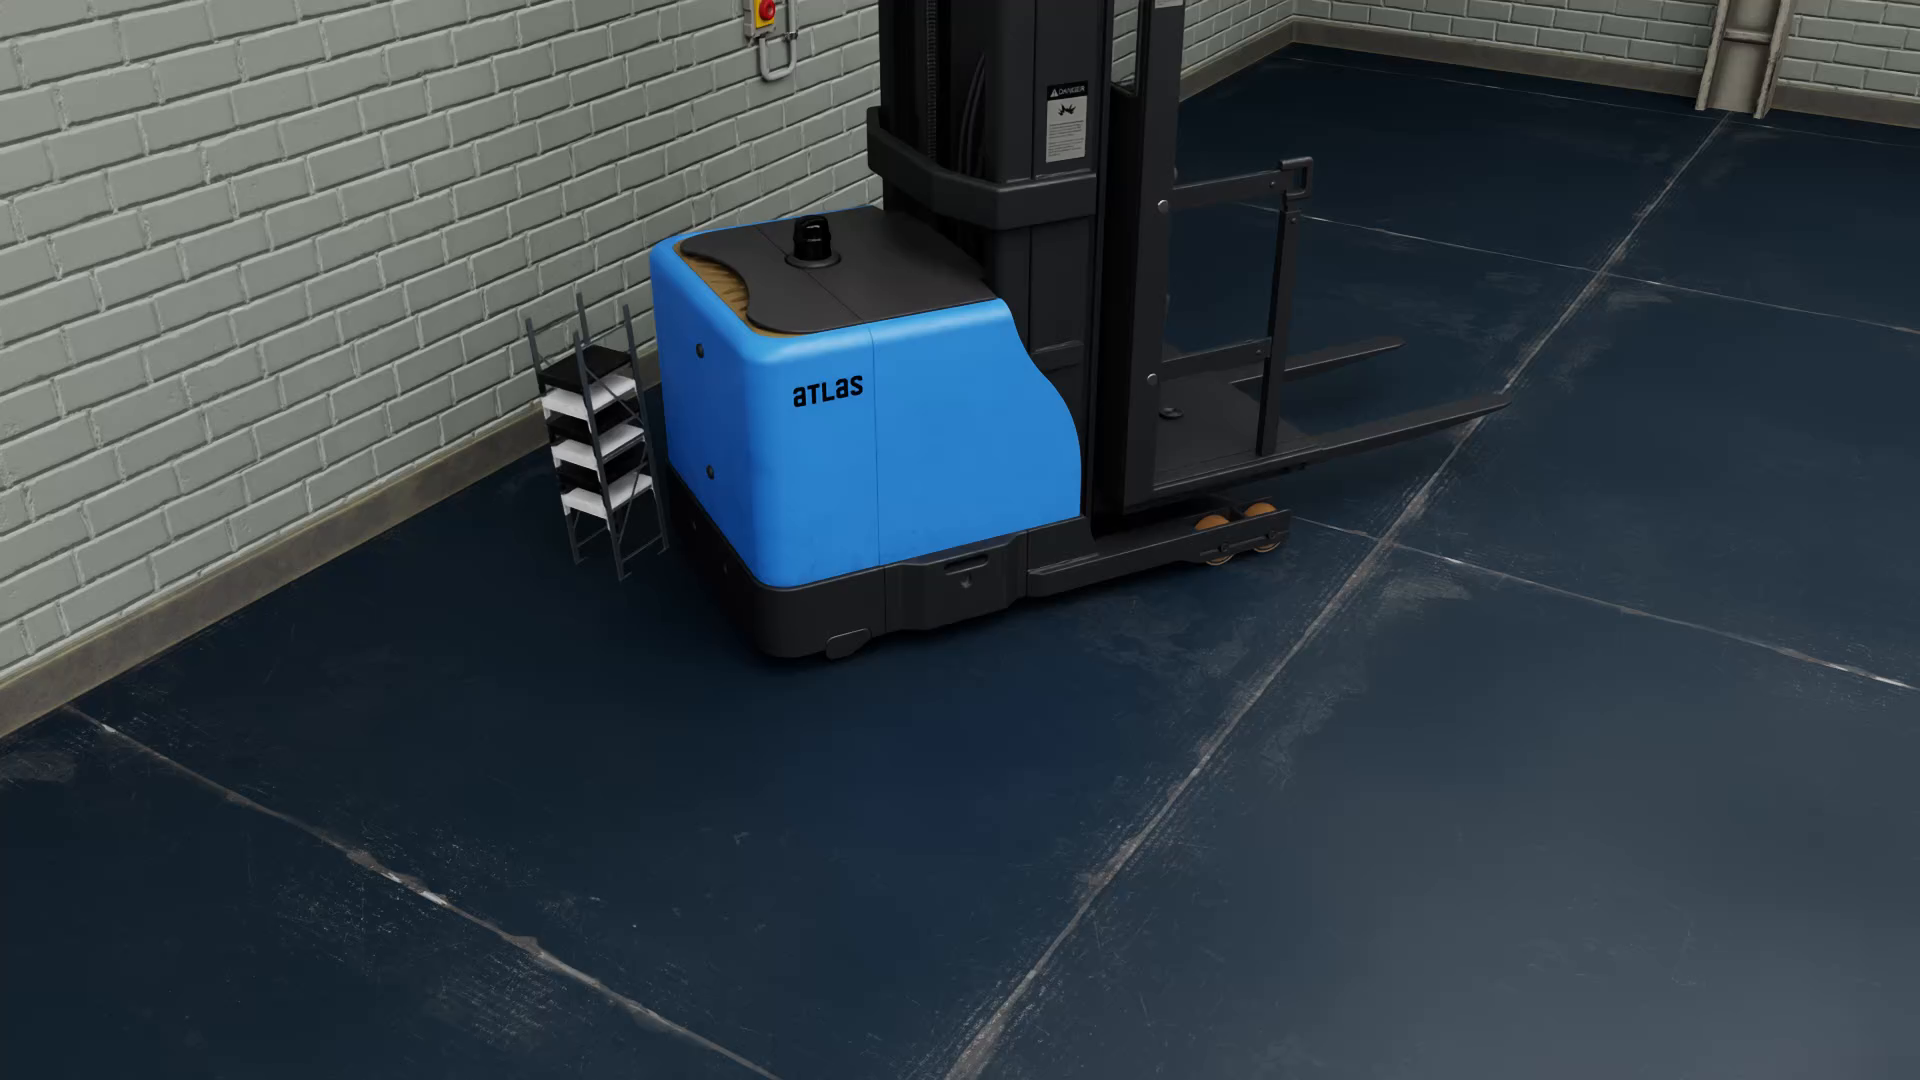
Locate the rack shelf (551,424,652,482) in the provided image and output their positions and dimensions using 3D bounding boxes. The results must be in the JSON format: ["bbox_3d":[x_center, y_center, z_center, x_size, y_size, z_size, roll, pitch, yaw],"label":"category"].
[{"bbox_3d":[-1.165,-0.299,5.416,0.200,0.077,0.258,17,37,29],"label":"rack shelf"}]

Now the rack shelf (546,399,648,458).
[{"bbox_3d":[-1.170,-0.375,5.369,0.200,0.077,0.258,17,37,29],"label":"rack shelf"}]

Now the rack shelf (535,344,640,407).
[{"bbox_3d":[-1.179,-0.527,5.274,0.200,0.077,0.258,17,37,29],"label":"rack shelf"}]

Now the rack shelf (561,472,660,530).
[{"bbox_3d":[-1.156,-0.146,5.512,0.200,0.077,0.258,17,37,29],"label":"rack shelf"}]

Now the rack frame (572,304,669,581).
[{"bbox_3d":[-1.082,-0.301,5.349,0.006,0.900,0.240,17,37,29],"label":"rack frame"}]

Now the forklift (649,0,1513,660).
[{"bbox_3d":[0.558,-1.405,5.250,3.031,2.935,1.130,-14,33,-23],"label":"forklift"}]

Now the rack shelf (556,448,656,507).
[{"bbox_3d":[-1.161,-0.222,5.464,0.200,0.077,0.258,17,37,29],"label":"rack shelf"}]

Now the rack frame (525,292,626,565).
[{"bbox_3d":[-1.251,-0.353,5.449,0.006,0.900,0.240,17,37,29],"label":"rack frame"}]

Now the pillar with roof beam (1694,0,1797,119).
[{"bbox_3d":[2.528,-4.742,4.948,0.400,9.000,9.100,18,35,27],"label":"pillar with roof beam"}]

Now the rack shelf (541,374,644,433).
[{"bbox_3d":[-1.174,-0.451,5.321,0.200,0.077,0.258,17,37,29],"label":"rack shelf"}]

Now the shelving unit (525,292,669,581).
[{"bbox_3d":[-1.167,-0.327,5.399,0.210,0.900,0.258,17,37,29],"label":"shelving unit"}]

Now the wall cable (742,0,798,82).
[{"bbox_3d":[-0.803,-2.715,6.387,0.123,1.953,0.585,18,35,27],"label":"wall cable"}]
